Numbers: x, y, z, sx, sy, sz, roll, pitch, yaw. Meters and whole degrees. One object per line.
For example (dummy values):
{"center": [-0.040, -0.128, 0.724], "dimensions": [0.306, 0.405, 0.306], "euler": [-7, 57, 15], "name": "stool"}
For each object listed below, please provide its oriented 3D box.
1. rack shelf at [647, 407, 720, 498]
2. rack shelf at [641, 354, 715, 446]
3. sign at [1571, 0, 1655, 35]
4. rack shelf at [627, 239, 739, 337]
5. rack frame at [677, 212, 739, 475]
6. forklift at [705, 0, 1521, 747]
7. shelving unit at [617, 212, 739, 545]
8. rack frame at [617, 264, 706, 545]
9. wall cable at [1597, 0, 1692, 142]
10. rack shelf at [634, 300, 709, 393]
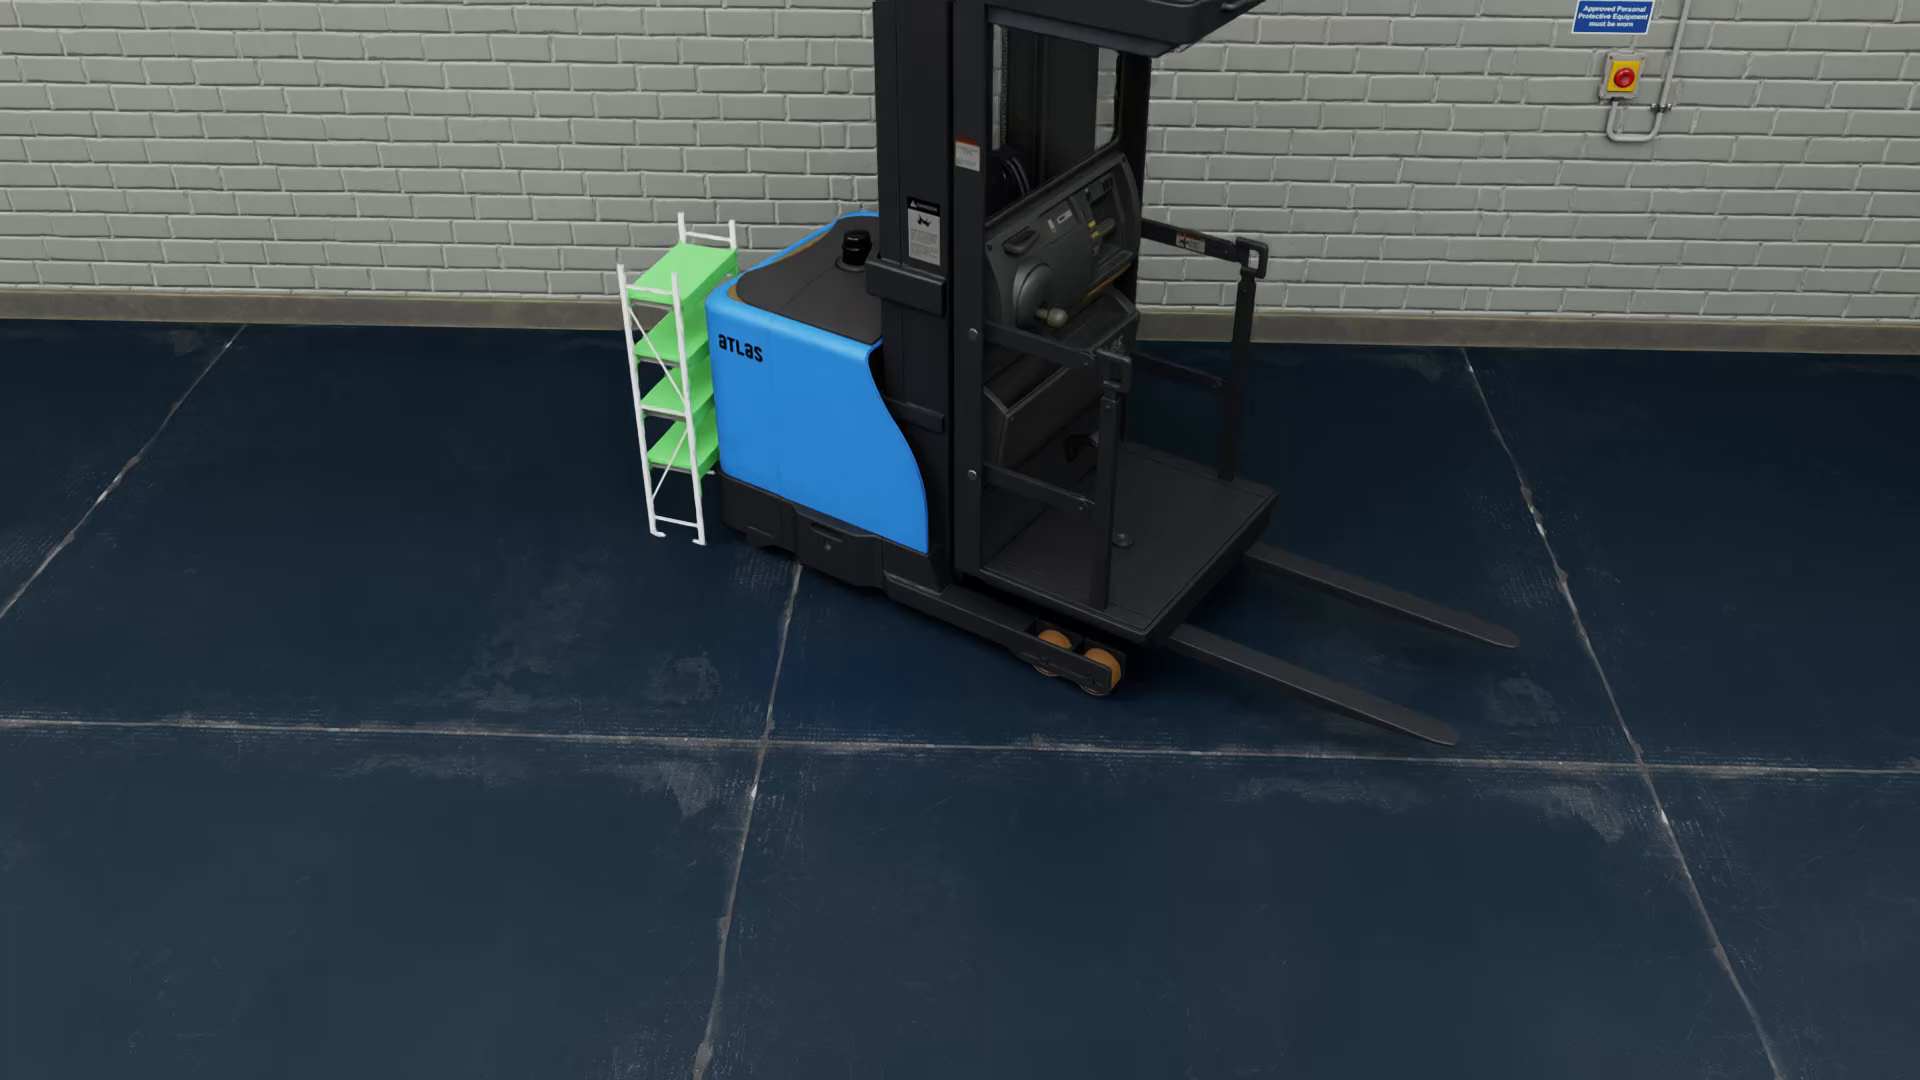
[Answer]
{"center": [-1.066, -0.382, 6.777], "dimensions": [0.258, 0.148, 0.480], "euler": [11, 37, 15], "name": "rack shelf"}
{"center": [-1.065, -0.578, 6.639], "dimensions": [0.258, 0.148, 0.480], "euler": [11, 37, 15], "name": "rack shelf"}
{"center": [2.818, -2.286, 7.159], "dimensions": [0.327, 0.218, 0.001], "euler": [1, 35, 2], "name": "sign"}
{"center": [-1.063, -0.970, 6.363], "dimensions": [0.258, 0.148, 0.480], "euler": [11, 37, 15], "name": "rack shelf"}
{"center": [-0.986, -0.763, 6.791], "dimensions": [0.240, 1.200, 0.015], "euler": [11, 37, 15], "name": "rack frame"}
{"center": [0.538, -0.991, 5.612], "dimensions": [3.031, 2.935, 1.130], "euler": [21, 40, 27], "name": "forklift"}
{"center": [-1.065, -0.630, 6.602], "dimensions": [0.258, 1.200, 0.503], "euler": [11, 37, 15], "name": "shelving unit"}
{"center": [-1.143, -0.497, 6.413], "dimensions": [0.240, 1.200, 0.015], "euler": [11, 37, 15], "name": "rack frame"}
{"center": [2.864, -2.568, 6.884], "dimensions": [0.585, 1.953, 0.123], "euler": [1, 35, 2], "name": "wall cable"}
{"center": [-1.064, -0.774, 6.501], "dimensions": [0.258, 0.148, 0.480], "euler": [11, 37, 15], "name": "rack shelf"}
